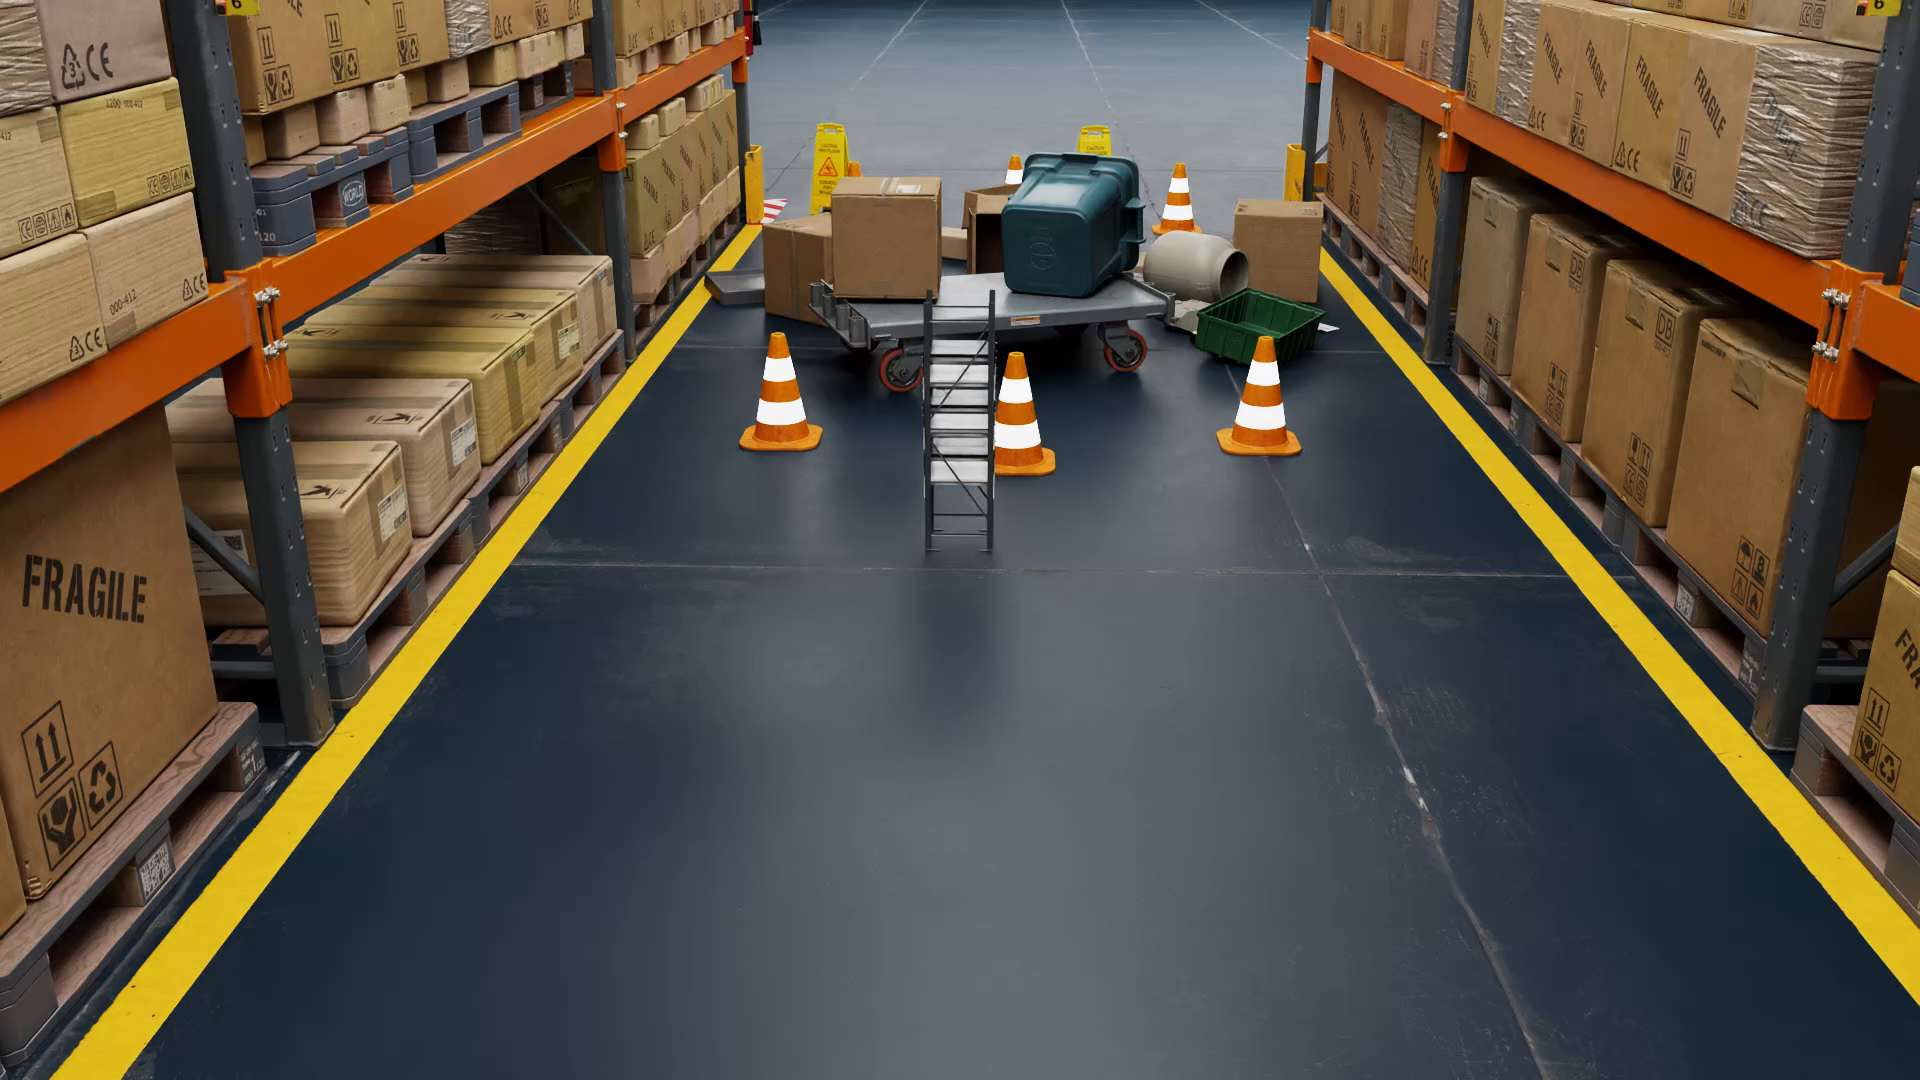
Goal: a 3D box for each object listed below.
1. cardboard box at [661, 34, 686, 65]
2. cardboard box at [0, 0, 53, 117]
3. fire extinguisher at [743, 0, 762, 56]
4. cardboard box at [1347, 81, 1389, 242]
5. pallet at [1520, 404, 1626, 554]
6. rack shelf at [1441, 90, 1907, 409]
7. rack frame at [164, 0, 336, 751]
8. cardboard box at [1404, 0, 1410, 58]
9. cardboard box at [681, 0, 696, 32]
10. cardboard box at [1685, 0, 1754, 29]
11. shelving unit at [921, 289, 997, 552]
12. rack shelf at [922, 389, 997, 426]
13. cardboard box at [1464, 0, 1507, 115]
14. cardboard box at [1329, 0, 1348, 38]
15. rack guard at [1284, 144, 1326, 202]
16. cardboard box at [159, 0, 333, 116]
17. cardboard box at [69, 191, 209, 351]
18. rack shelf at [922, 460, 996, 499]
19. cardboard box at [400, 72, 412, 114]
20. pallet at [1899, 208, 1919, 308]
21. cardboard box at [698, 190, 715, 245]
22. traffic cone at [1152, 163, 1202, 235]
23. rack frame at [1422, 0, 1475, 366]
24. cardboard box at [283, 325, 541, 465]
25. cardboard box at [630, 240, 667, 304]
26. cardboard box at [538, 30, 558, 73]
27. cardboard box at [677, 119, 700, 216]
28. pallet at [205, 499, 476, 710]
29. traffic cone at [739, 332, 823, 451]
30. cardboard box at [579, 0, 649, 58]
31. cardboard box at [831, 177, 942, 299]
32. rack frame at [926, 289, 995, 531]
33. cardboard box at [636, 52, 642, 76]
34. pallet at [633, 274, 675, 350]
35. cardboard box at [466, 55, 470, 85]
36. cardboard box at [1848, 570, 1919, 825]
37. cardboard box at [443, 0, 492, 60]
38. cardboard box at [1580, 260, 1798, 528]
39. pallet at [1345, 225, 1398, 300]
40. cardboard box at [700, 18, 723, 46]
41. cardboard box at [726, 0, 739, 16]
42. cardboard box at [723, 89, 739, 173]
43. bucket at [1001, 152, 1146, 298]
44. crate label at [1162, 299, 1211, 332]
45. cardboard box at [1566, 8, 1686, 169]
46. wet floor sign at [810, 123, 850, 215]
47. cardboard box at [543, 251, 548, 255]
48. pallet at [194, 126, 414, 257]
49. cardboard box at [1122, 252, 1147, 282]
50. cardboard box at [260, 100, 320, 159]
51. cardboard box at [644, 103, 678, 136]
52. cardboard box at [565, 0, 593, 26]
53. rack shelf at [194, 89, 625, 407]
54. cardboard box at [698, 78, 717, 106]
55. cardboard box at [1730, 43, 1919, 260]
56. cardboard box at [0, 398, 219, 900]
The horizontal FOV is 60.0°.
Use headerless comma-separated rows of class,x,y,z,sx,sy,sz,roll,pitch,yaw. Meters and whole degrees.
cardboard box,-1.751,-2.753,9.324,0.380,0.149,0.250,1,21,2
cardboard box,-2.012,-0.988,2.909,0.500,0.500,0.500,1,21,3
fire extinguisher,-1.543,-3.744,11.638,0.296,0.674,0.183,1,21,2
cardboard box,2.964,-2.367,10.338,0.875,0.875,0.875,0,21,1
pallet,2.839,-0.257,6.400,1.003,0.211,1.213,1,21,2
rack shelf,2.761,-1.221,6.023,1.077,0.370,4.000,1,21,2
rack frame,-2.251,-0.851,4.075,1.000,3.000,0.127,1,21,2
cardboard box,2.949,-2.876,9.086,0.875,0.550,0.550,1,21,2
cardboard box,-1.821,-3.185,9.540,0.500,0.500,0.500,1,21,2
cardboard box,2.751,-1.876,5.198,0.700,0.500,0.500,0,21,1
shelving unit,0.000,-0.417,5.859,0.258,0.900,0.210,1,21,2
rack shelf,0.000,-0.469,5.838,0.258,0.077,0.200,1,21,2
cardboard box,2.537,-2.139,7.256,0.500,0.500,0.500,1,21,2
cardboard box,2.977,-3.661,11.110,0.875,0.550,0.550,1,21,2
rack guard,2.944,-2.569,11.958,1.175,0.500,0.348,1,21,2
cardboard box,-2.006,-1.392,4.340,0.500,0.500,0.500,0,21,0
cardboard box,-2.007,-0.595,3.624,0.500,0.250,0.500,0,21,0
rack shelf,0.000,-0.218,5.936,0.258,0.077,0.200,1,21,2
cardboard box,-2.000,-1.433,5.341,0.380,0.149,0.250,2,21,5
pallet,2.785,-0.485,3.397,1.213,0.211,1.003,1,21,2
cardboard box,-1.797,-1.986,10.220,0.500,0.250,0.500,0,21,0
traffic cone,1.508,-2.366,11.488,0.336,0.463,0.334,1,21,2
rack frame,2.822,-2.279,7.756,1.000,3.000,0.127,1,21,2
cardboard box,-2.181,-0.567,6.395,0.950,0.372,0.625,1,21,3
cardboard box,-1.841,-1.421,8.766,0.500,0.250,0.500,0,21,-1
cardboard box,-1.867,-1.998,6.798,0.380,0.149,0.250,0,21,1
cardboard box,-1.819,-2.152,9.613,0.500,0.500,0.500,2,21,4
pallet,-2.226,0.167,5.308,1.003,0.211,1.213,1,21,2
traffic cone,-0.768,-0.651,7.066,0.336,0.463,0.334,1,21,2
cardboard box,-1.837,-2.638,8.133,0.500,0.500,0.500,1,21,1
cardboard box,-0.349,-1.476,8.095,0.500,0.500,0.500,1,21,2
rack frame,0.003,-0.453,5.953,0.240,0.900,0.006,1,21,2
cardboard box,-1.866,-2.479,8.618,0.380,0.149,0.250,1,21,1
pallet,-2.144,-1.240,8.934,1.003,0.211,1.213,1,21,2
cardboard box,-2.025,-1.724,6.092,0.380,0.149,0.250,0,21,0
cardboard box,2.424,0.390,3.753,0.500,0.500,0.500,0,21,-1
cardboard box,-1.965,-1.953,5.787,0.500,0.500,0.500,0,21,0
cardboard box,2.832,-0.515,5.740,1.050,0.750,0.750,1,21,2
pallet,2.957,-1.696,10.107,1.003,0.211,1.213,1,21,2
cardboard box,-1.709,-3.210,10.503,0.380,0.149,0.250,1,21,3
cardboard box,-1.749,-3.729,10.945,0.500,0.500,0.500,0,21,1
cardboard box,-1.771,-2.714,11.062,0.500,0.500,0.500,1,21,2
bucket,0.521,-1.536,8.266,0.726,0.611,0.620,8,33,20
crate label,1.240,-1.204,8.943,0.298,0.136,0.250,-16,26,-35
cardboard box,2.489,-1.592,5.847,0.500,0.500,0.500,1,21,2
wet floor sign,-0.932,-2.703,12.103,0.267,0.644,0.232,8,23,20
cardboard box,-2.380,-1.428,8.783,0.500,0.250,0.500,2,21,4
pallet,-2.336,-1.020,4.777,1.213,0.211,1.003,1,21,2
cardboard box,1.033,-1.646,9.905,0.396,0.266,0.258,4,22,11
cardboard box,-2.013,-1.147,4.605,0.380,0.149,0.250,-1,21,-2
cardboard box,-1.764,-2.304,9.107,0.380,0.149,0.250,1,21,4
cardboard box,-1.914,-2.509,7.218,0.500,0.500,0.500,0,21,1
rack shelf,-2.190,-1.239,6.069,1.077,0.370,4.000,1,21,2
cardboard box,-1.726,-2.792,10.366,0.380,0.149,0.250,1,21,3
cardboard box,2.445,-1.045,4.438,0.500,0.500,0.500,1,21,2
cardboard box,-2.355,0.193,3.742,0.875,0.875,0.875,0,21,1
